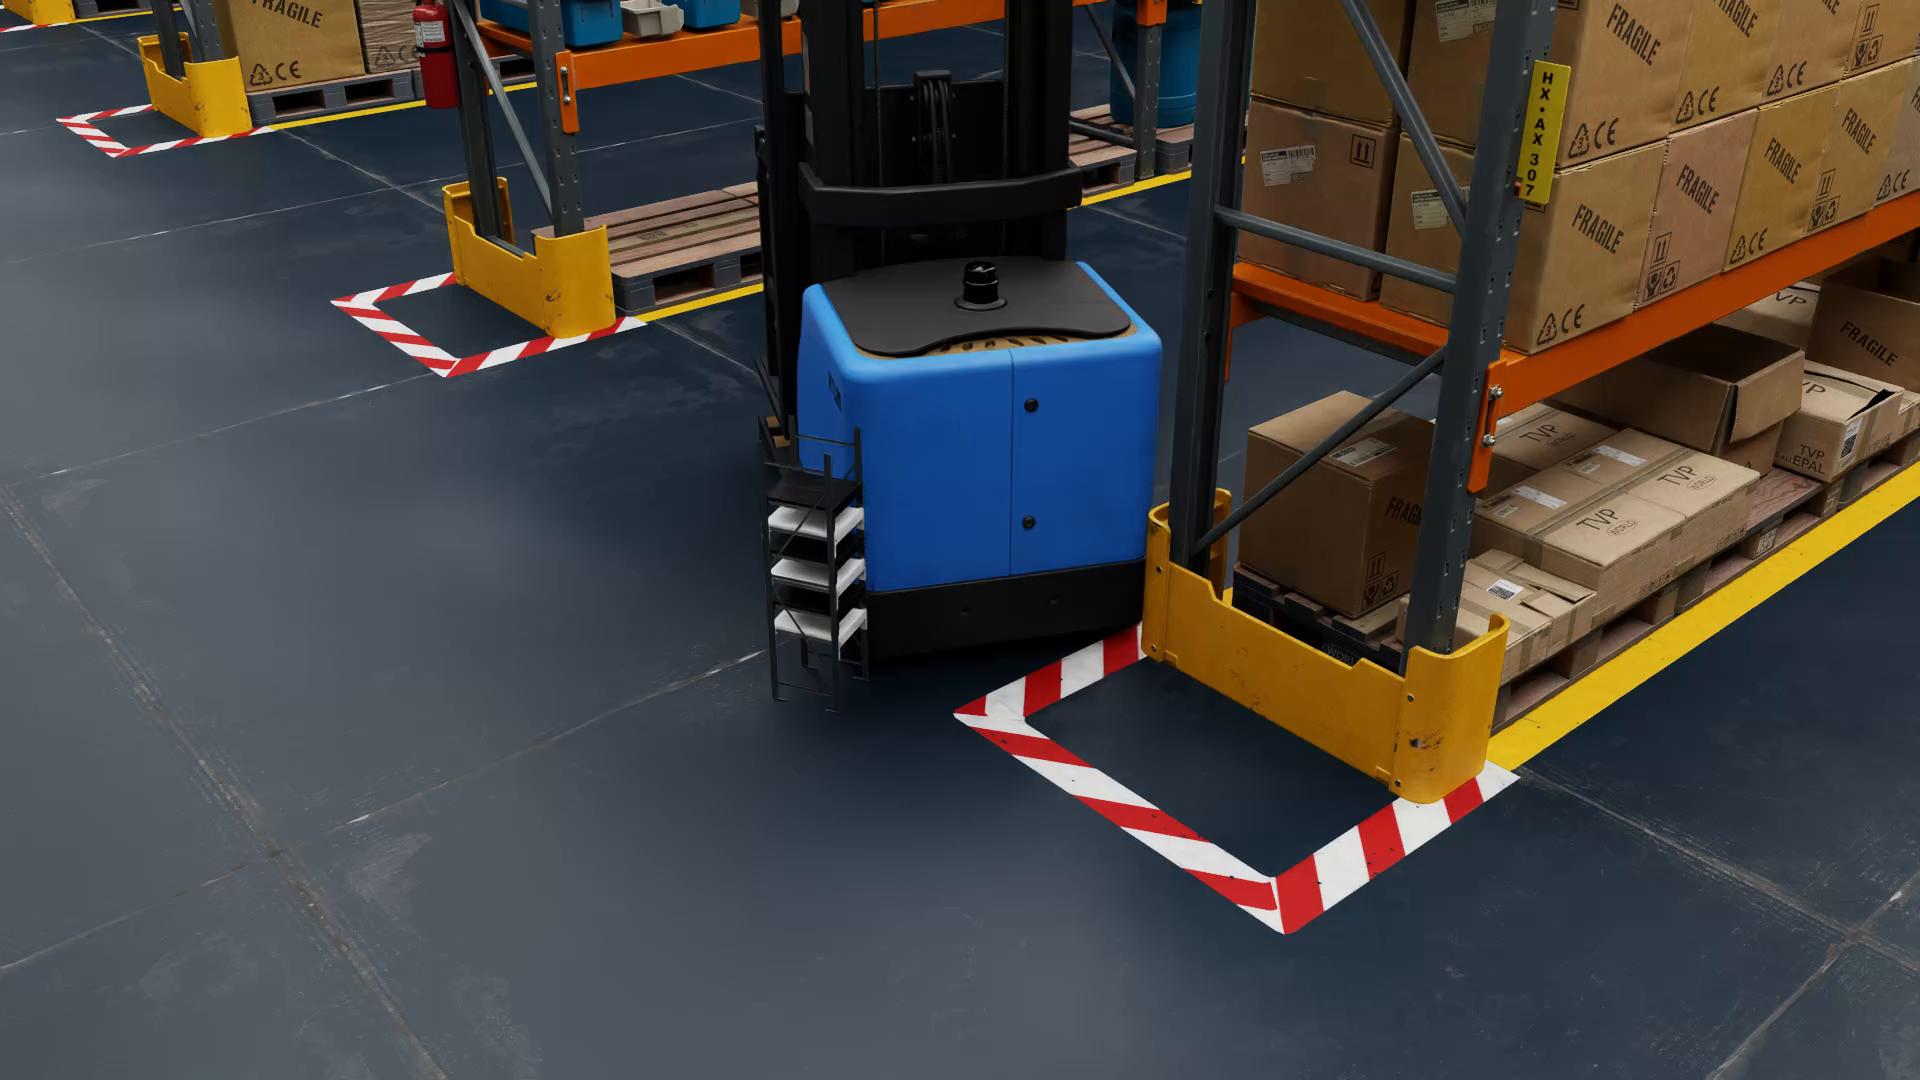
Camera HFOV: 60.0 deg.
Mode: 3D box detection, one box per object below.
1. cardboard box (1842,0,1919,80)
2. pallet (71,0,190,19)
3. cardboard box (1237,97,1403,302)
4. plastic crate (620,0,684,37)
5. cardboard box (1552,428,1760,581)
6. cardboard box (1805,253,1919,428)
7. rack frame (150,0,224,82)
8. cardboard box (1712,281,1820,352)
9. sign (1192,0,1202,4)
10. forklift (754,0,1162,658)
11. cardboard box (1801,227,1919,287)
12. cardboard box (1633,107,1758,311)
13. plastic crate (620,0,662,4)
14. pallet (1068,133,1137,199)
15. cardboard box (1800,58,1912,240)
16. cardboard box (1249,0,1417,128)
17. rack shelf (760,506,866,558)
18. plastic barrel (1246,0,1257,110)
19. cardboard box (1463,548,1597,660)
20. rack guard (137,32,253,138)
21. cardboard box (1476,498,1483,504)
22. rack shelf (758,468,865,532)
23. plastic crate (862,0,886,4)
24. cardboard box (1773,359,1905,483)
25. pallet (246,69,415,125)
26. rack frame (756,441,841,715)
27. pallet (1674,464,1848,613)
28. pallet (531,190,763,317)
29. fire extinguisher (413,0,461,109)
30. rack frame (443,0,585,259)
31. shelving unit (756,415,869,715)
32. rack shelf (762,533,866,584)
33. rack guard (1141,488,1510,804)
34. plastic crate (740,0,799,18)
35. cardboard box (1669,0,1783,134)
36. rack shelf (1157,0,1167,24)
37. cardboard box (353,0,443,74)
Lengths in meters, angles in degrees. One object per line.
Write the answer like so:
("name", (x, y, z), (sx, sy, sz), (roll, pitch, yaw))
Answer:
("cardboard box", (2.702, -1.779, 5.230), (0.500, 0.500, 0.500), (-22, 35, -35))
("pallet", (-7.839, -5.175, 15.710), (1.213, 0.211, 1.003), (-22, 35, -35))
("cardboard box", (1.195, -1.062, 4.949), (0.500, 0.500, 0.500), (-21, 34, -33))
("plastic crate", (-1.482, -2.497, 7.955), (0.298, 0.136, 0.250), (-22, 35, -35))
("cardboard box", (2.390, -0.135, 5.771), (0.500, 0.250, 0.500), (-22, 35, -35))
("cardboard box", (3.825, -0.823, 6.792), (0.500, 0.500, 0.500), (-22, 35, -35))
("rack frame", (-5.396, -4.337, 11.182), (0.127, 3.000, 1.000), (-22, 35, -35))
("cardboard box", (3.614, -0.964, 7.258), (0.500, 0.311, 0.500), (-22, 35, -35))
("sign", (0.686, -1.639, 4.570), (0.005, 0.325, 0.100), (-22, 35, -35))
("forklift", (-0.212, -1.588, 6.112), (1.130, 2.935, 3.031), (-7, 29, -13))
("cardboard box", (4.264, -1.352, 7.783), (0.500, 0.500, 0.500), (-22, 35, -35))
("cardboard box", (1.929, -1.028, 4.886), (0.500, 0.500, 0.500), (-22, 35, -35))
("plastic crate", (-1.678, -2.785, 8.495), (0.243, 0.136, 0.396), (-22, 35, -35))
("pallet", (0.328, -2.316, 10.359), (1.213, 0.211, 1.003), (-22, 35, -35))
("cardboard box", (2.694, -1.333, 5.456), (0.500, 0.500, 0.500), (-21, 35, -34))
("cardboard box", (1.191, -1.503, 4.713), (0.500, 0.500, 0.500), (-22, 35, -35))
("rack shelf", (-0.447, -0.045, 5.067), (0.258, 0.077, 0.200), (11, 30, 20))
("plastic barrel", (1.826, -3.421, 11.250), (0.708, 0.901, 0.600), (-22, 35, -35))
("cardboard box", (1.763, 0.191, 5.250), (0.250, 0.166, 0.380), (-22, 35, -35))
("rack guard", (-5.414, -3.227, 11.757), (0.348, 0.500, 1.175), (-22, 35, -35))
("cardboard box", (1.651, -0.074, 5.745), (0.250, 0.166, 0.380), (-22, 35, -35))
("rack shelf", (-0.447, -0.124, 5.025), (0.258, 0.077, 0.200), (11, 30, 20))
("plastic crate", (-0.550, -2.965, 8.730), (0.300, 0.233, 0.416), (-22, 35, -35))
("cardboard box", (3.254, -0.510, 6.407), (0.500, 0.311, 0.500), (-22, 35, -35))
("pallet", (-4.838, -3.379, 12.350), (1.213, 0.211, 1.003), (-22, 35, -35))
("rack frame", (-0.486, 0.129, 5.054), (0.240, 0.900, 0.006), (11, 30, 20))
("pallet", (2.622, -0.192, 6.386), (1.213, 0.211, 1.003), (-22, 35, -35))
("pallet", (-1.528, -1.569, 8.962), (1.213, 0.211, 1.003), (-22, 35, -35))
("fire extinguisher", (-2.591, -2.479, 8.184), (0.183, 0.674, 0.296), (-22, 35, -35))
("rack frame", (-2.181, -2.561, 7.859), (0.127, 3.000, 1.000), (-22, 35, -35))
("shelving unit", (-0.447, 0.085, 5.137), (0.258, 0.900, 0.210), (11, 30, 20))
("rack shelf", (-0.447, 0.035, 5.110), (0.258, 0.077, 0.200), (11, 30, 20))
("rack guard", (1.089, 0.296, 5.166), (0.348, 0.500, 1.175), (-22, 35, -35))
("plastic crate", (-0.966, -2.704, 8.344), (0.298, 0.136, 0.250), (-22, 35, -35))
("cardboard box", (1.933, -1.472, 4.656), (0.500, 0.500, 0.500), (-21, 35, -34))
("rack shelf", (2.384, -4.079, 11.463), (4.000, 0.370, 1.077), (-22, 35, -35))
("cardboard box", (-4.268, -4.087, 12.525), (0.875, 0.875, 0.875), (-22, 35, -35))
